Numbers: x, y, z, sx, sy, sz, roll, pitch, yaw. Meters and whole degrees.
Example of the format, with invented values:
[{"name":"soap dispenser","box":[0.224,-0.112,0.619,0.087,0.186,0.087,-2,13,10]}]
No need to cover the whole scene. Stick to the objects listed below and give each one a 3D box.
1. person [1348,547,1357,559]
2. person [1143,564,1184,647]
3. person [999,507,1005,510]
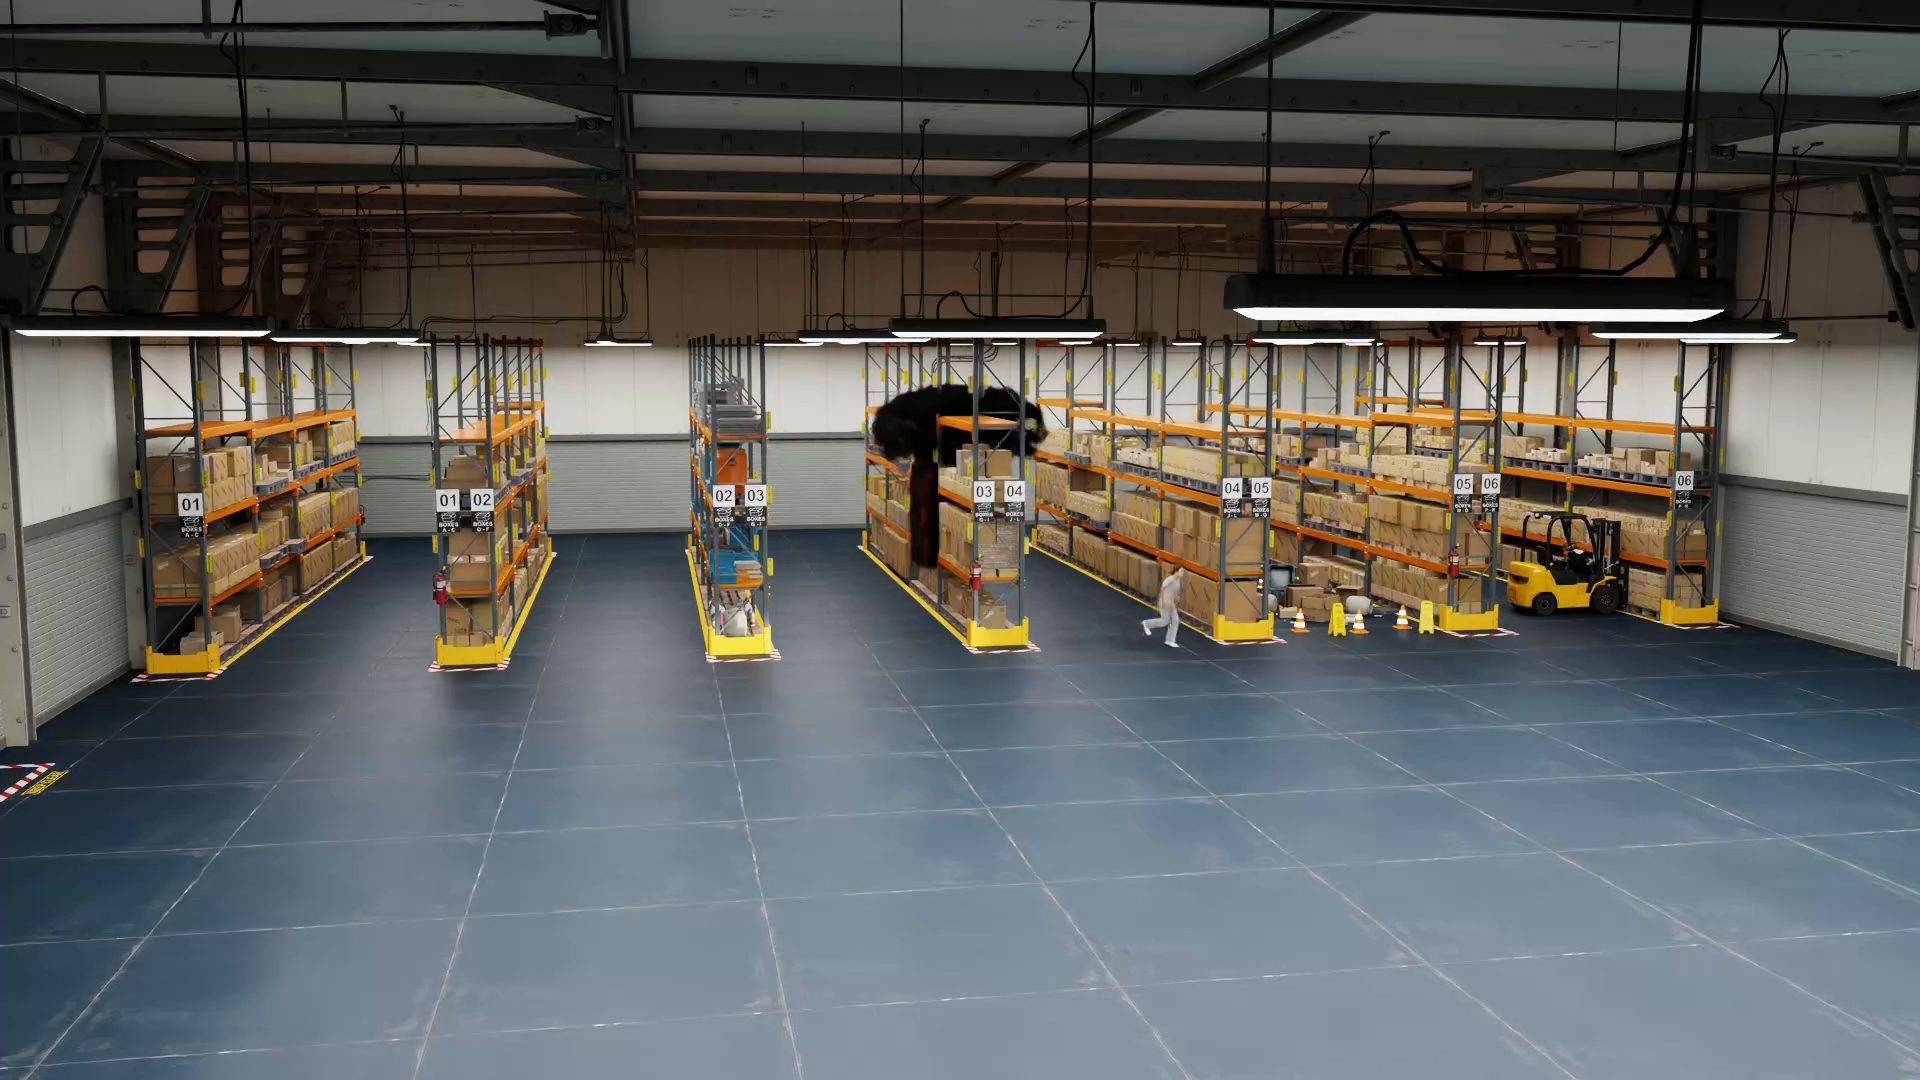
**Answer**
[{"name":"person","box":[10.793,-0.361,45.542,0.659,1.744,0.590,-3,7,-21]},{"name":"person","box":[3.954,1.256,32.316,0.838,1.619,0.563,3,7,27]},{"name":"person","box":[1.142,-0.711,48.708,0.729,1.714,0.990,3,7,24]}]
